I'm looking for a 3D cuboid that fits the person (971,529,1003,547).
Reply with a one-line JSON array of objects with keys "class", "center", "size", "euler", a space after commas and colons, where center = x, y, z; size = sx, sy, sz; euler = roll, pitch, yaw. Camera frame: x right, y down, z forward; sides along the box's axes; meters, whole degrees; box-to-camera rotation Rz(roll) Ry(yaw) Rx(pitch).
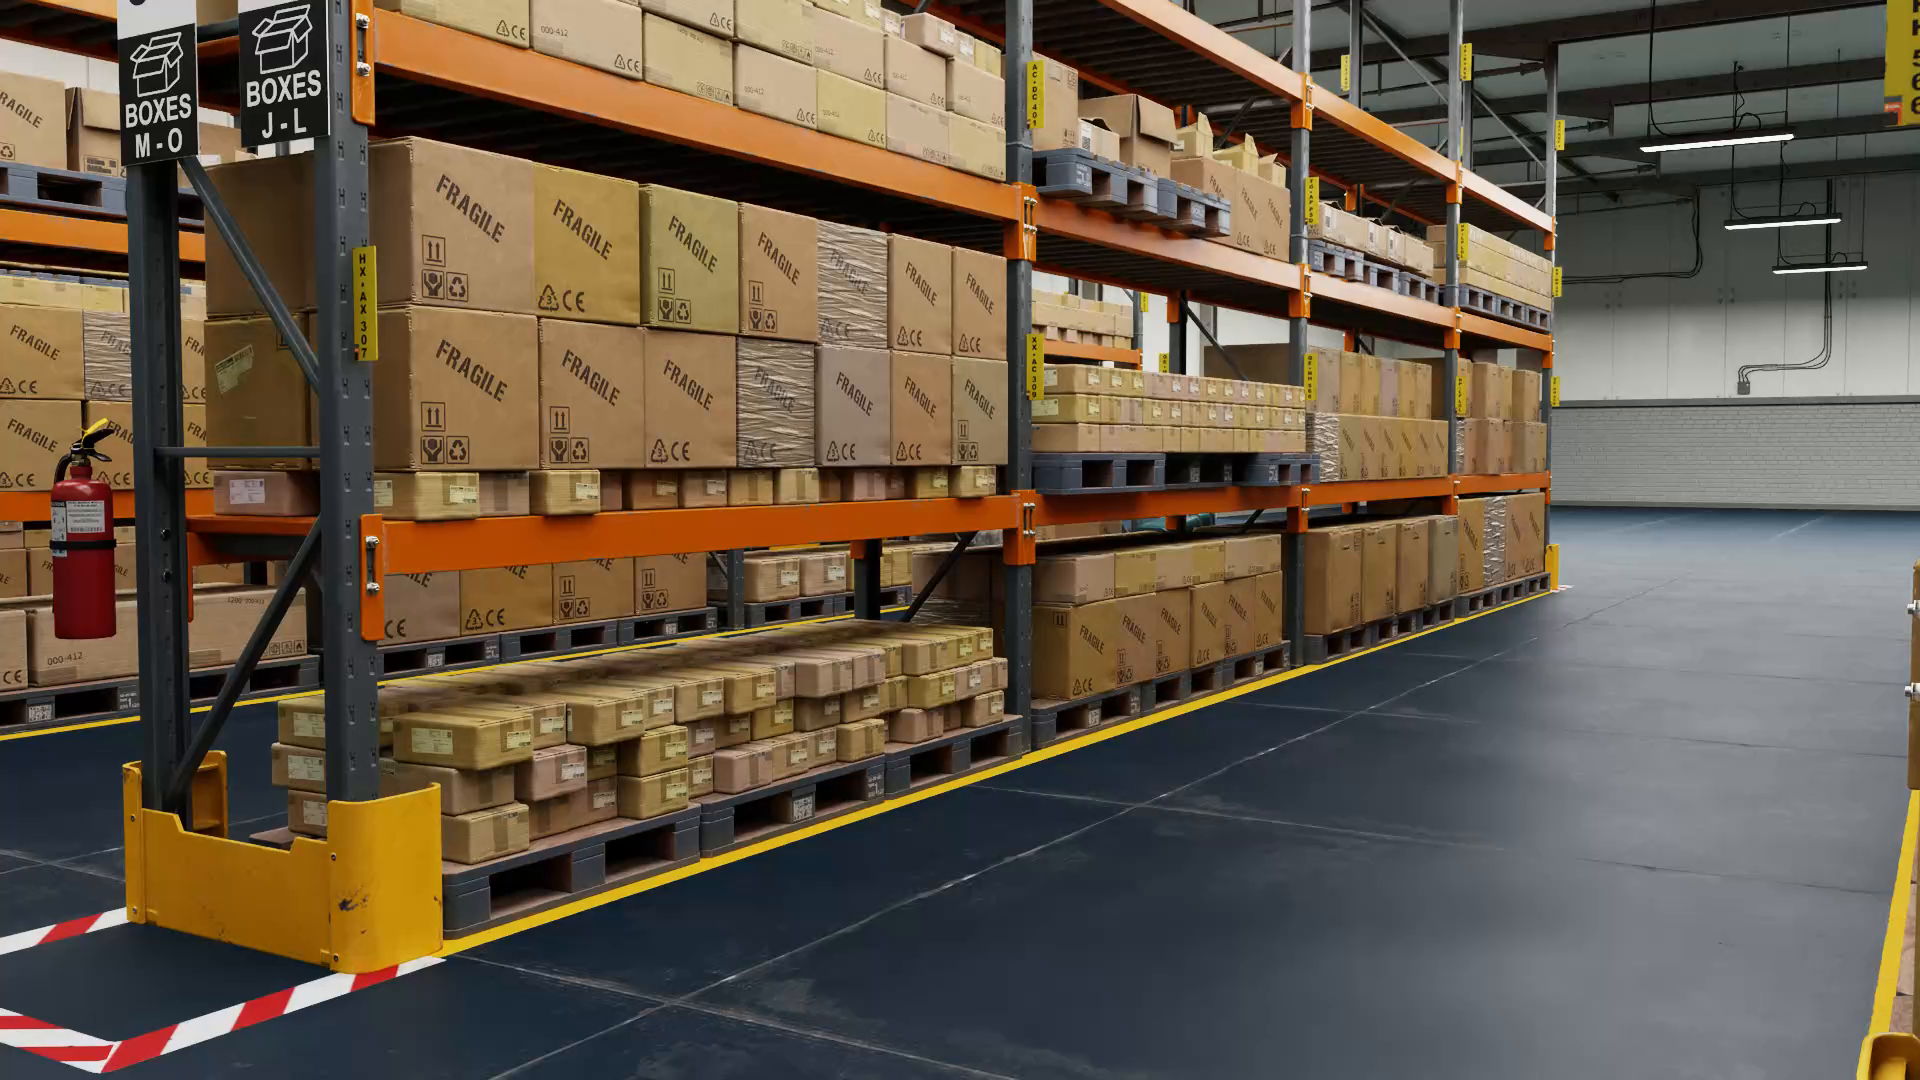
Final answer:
[{"class": "person", "center": [0.309, -0.097, 14.965], "size": [0.540, 1.662, 0.374], "euler": [2, 3, 28]}]
